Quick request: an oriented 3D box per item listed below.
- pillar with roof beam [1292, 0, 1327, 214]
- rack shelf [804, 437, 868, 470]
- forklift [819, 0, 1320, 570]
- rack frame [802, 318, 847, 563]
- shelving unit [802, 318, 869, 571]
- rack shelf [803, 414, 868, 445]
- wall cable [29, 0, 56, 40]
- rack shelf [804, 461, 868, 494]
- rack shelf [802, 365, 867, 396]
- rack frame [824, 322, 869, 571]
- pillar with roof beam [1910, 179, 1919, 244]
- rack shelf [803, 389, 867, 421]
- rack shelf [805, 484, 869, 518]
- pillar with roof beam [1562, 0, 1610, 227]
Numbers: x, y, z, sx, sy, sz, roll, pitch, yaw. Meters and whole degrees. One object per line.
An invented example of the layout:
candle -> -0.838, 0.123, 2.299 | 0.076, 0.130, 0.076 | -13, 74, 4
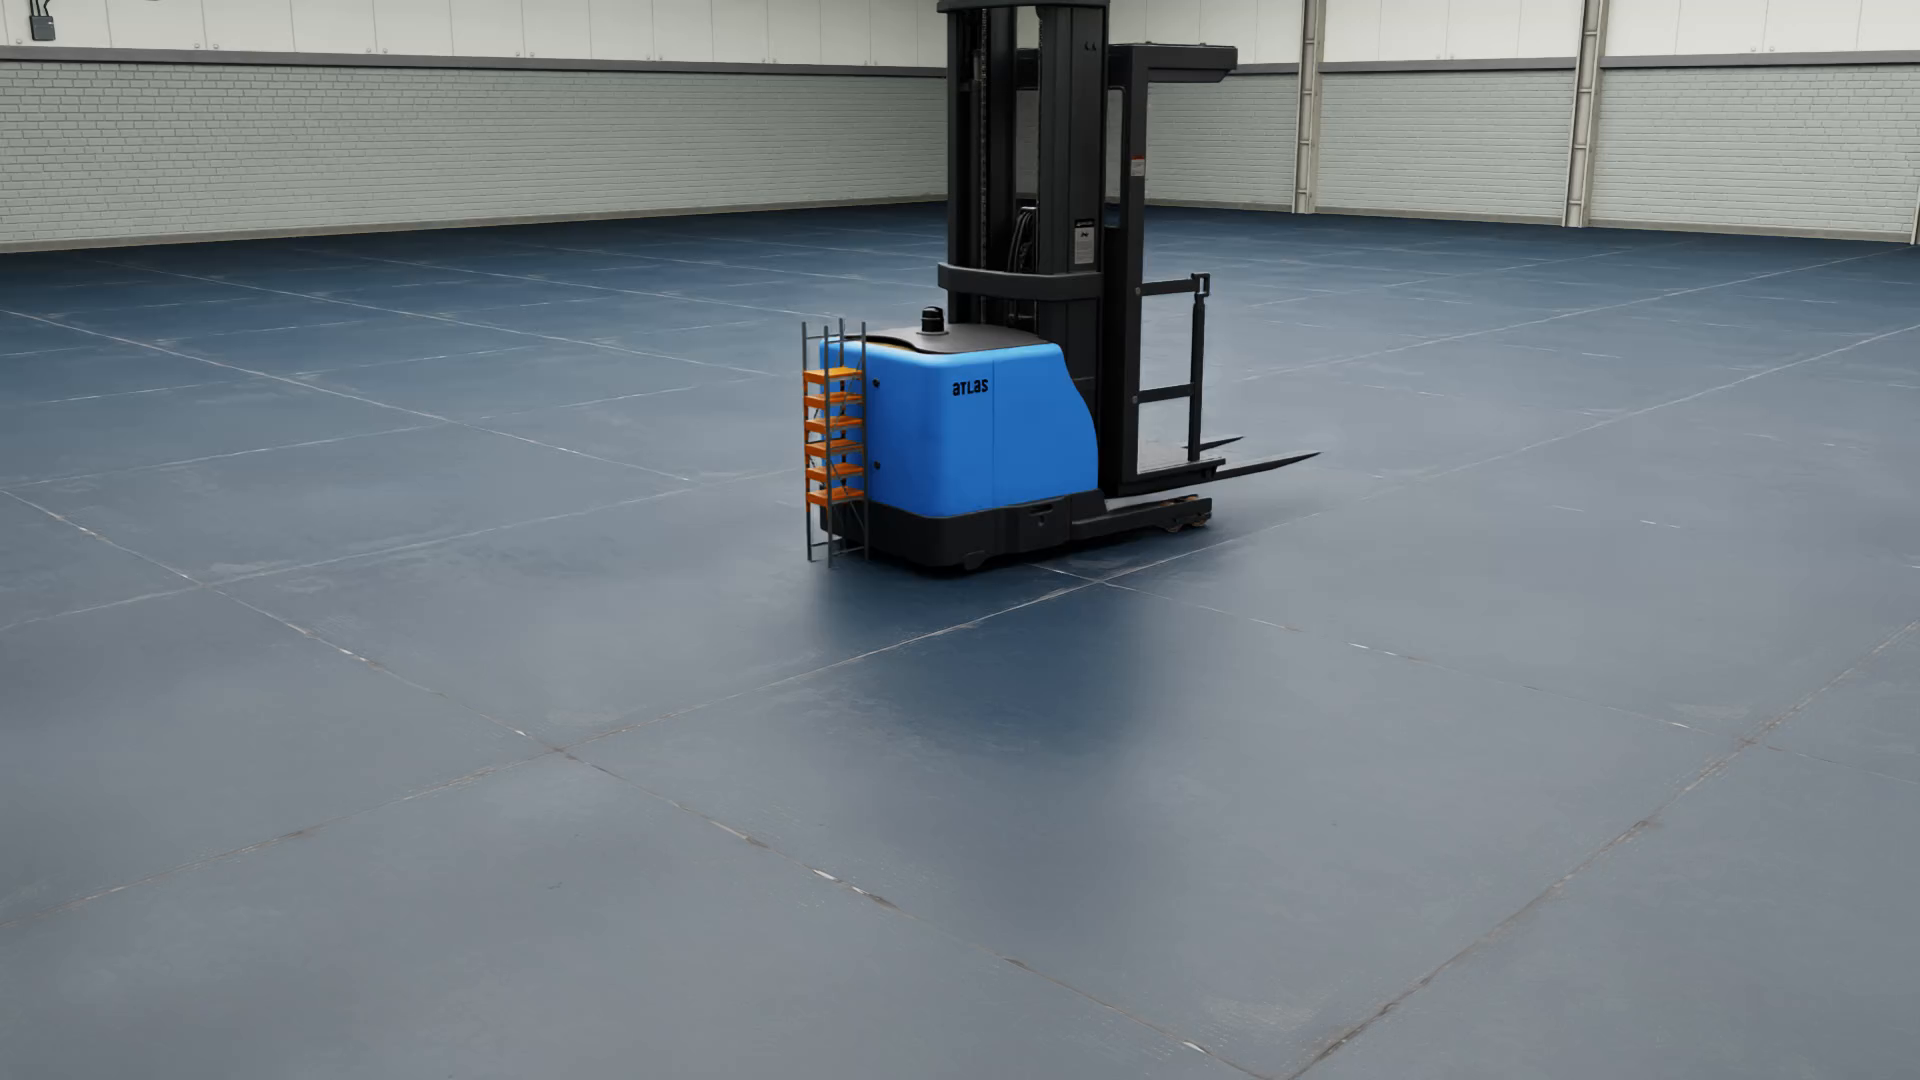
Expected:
pillar with roof beam -> 4.363, -10.571, 31.445 | 0.400, 9.000, 9.100 | 14, 20, 42
rack shelf -> -0.607, -0.425, 8.151 | 0.258, 0.103, 0.180 | -12, 19, -38
forklift -> 0.739, -1.551, 8.861 | 3.031, 2.935, 1.130 | -11, 18, -37
rack frame -> -0.666, -0.486, 8.208 | 0.240, 1.200, 0.006 | -12, 19, -38
shelving unit -> -0.607, -0.468, 8.139 | 0.258, 1.200, 0.189 | -12, 19, -38
rack shelf -> -0.607, -0.541, 8.120 | 0.258, 0.103, 0.180 | -12, 19, -38
wall cable -> -13.434, -10.806, 25.605 | 0.169, 6.003, 2.305 | 14, 20, 42
rack shelf -> -0.607, -0.309, 8.181 | 0.258, 0.103, 0.180 | -12, 19, -38
rack shelf -> -0.607, -0.773, 8.060 | 0.258, 0.103, 0.180 | -12, 19, -38
rack frame -> -0.549, -0.450, 8.071 | 0.240, 1.200, 0.006 | -12, 19, -38
pillar with roof beam -> 13.002, -8.470, 23.385 | 0.400, 9.000, 9.100 | 14, 20, 42
rack shelf -> -0.607, -0.657, 8.090 | 0.258, 0.103, 0.180 | -12, 19, -38
rack shelf -> -0.607, -0.193, 8.211 | 0.258, 0.103, 0.180 | -12, 19, -38
pillar with roof beam -> 8.682, -9.521, 27.415 | 0.400, 9.000, 9.100 | 14, 20, 42
